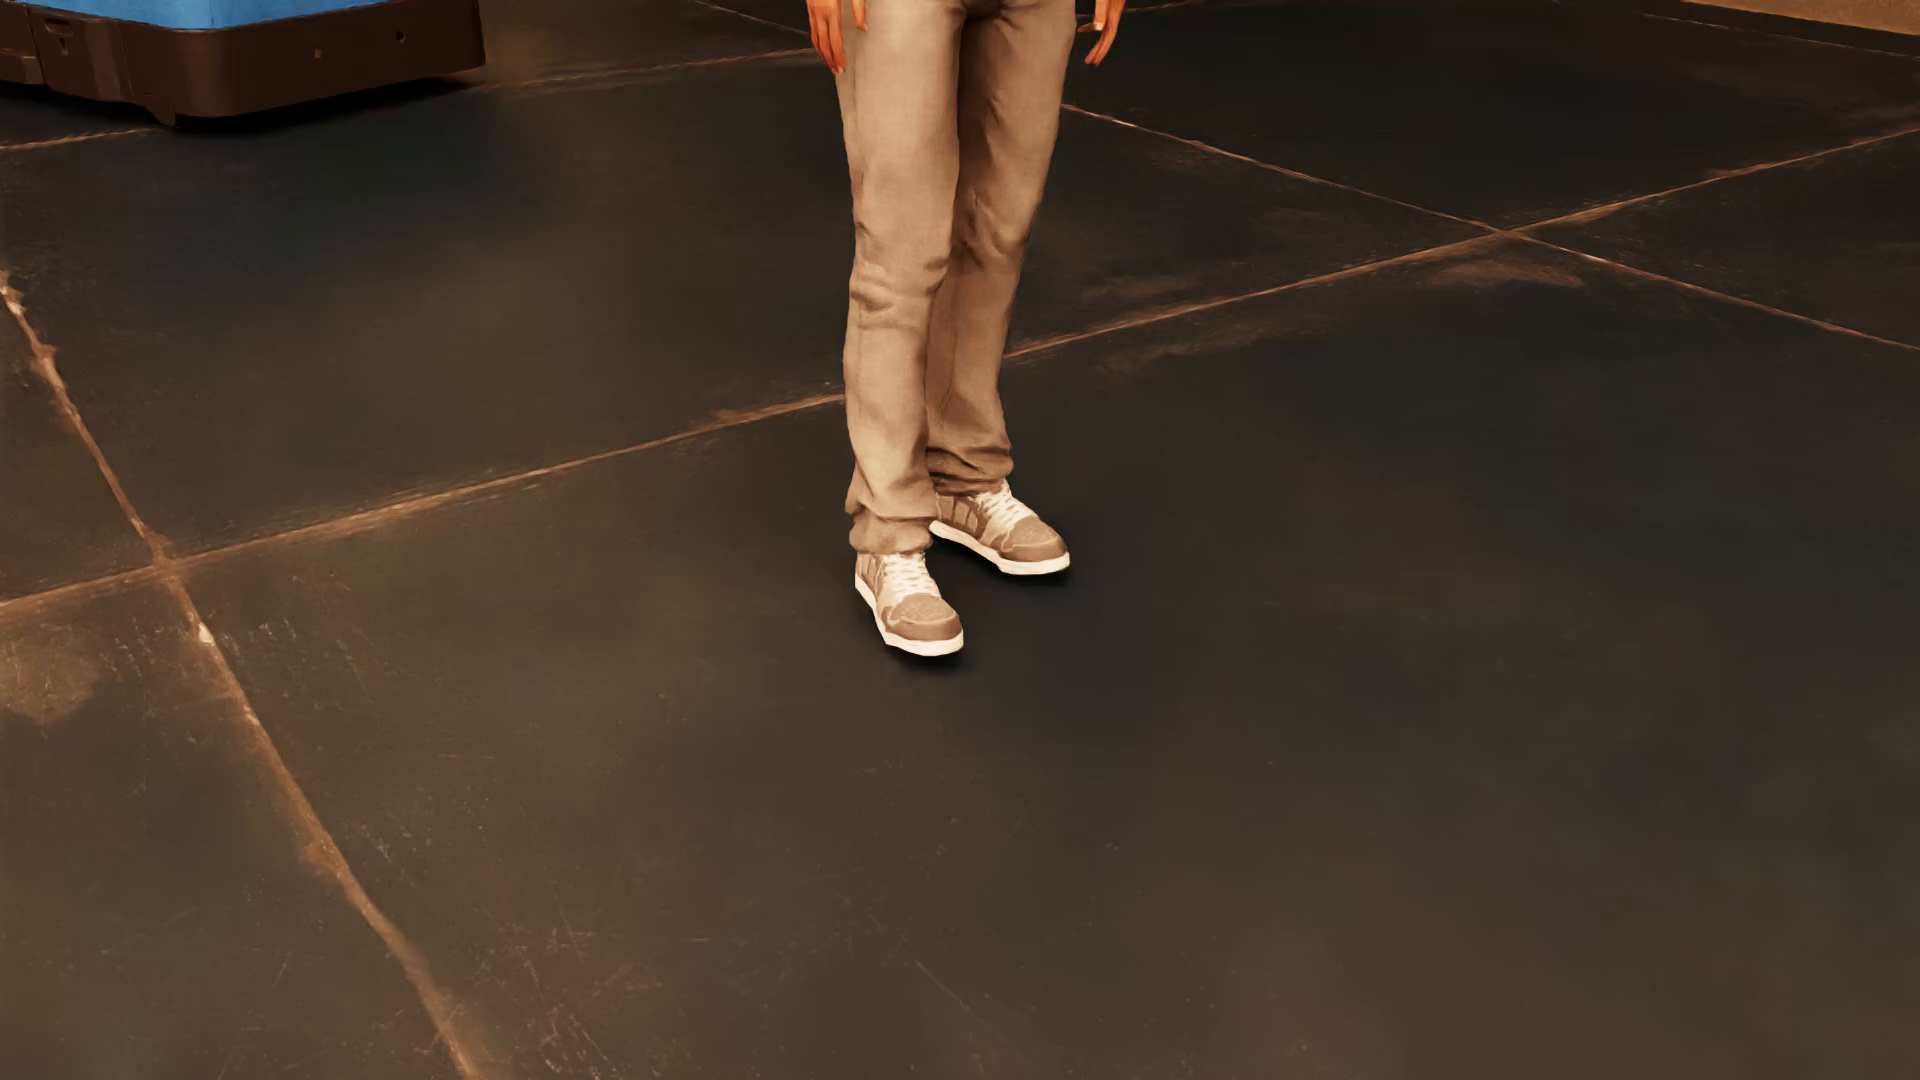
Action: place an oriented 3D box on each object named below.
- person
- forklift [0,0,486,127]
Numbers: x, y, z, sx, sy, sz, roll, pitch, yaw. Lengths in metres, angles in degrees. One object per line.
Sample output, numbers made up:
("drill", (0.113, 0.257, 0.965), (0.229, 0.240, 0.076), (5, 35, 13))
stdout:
("person", (0.031, -0.689, 2.077), (0.521, 1.597, 0.474), (-17, 31, -31))
("forklift", (-3.054, -3.012, 5.236), (3.031, 2.935, 1.130), (17, 32, 31))
